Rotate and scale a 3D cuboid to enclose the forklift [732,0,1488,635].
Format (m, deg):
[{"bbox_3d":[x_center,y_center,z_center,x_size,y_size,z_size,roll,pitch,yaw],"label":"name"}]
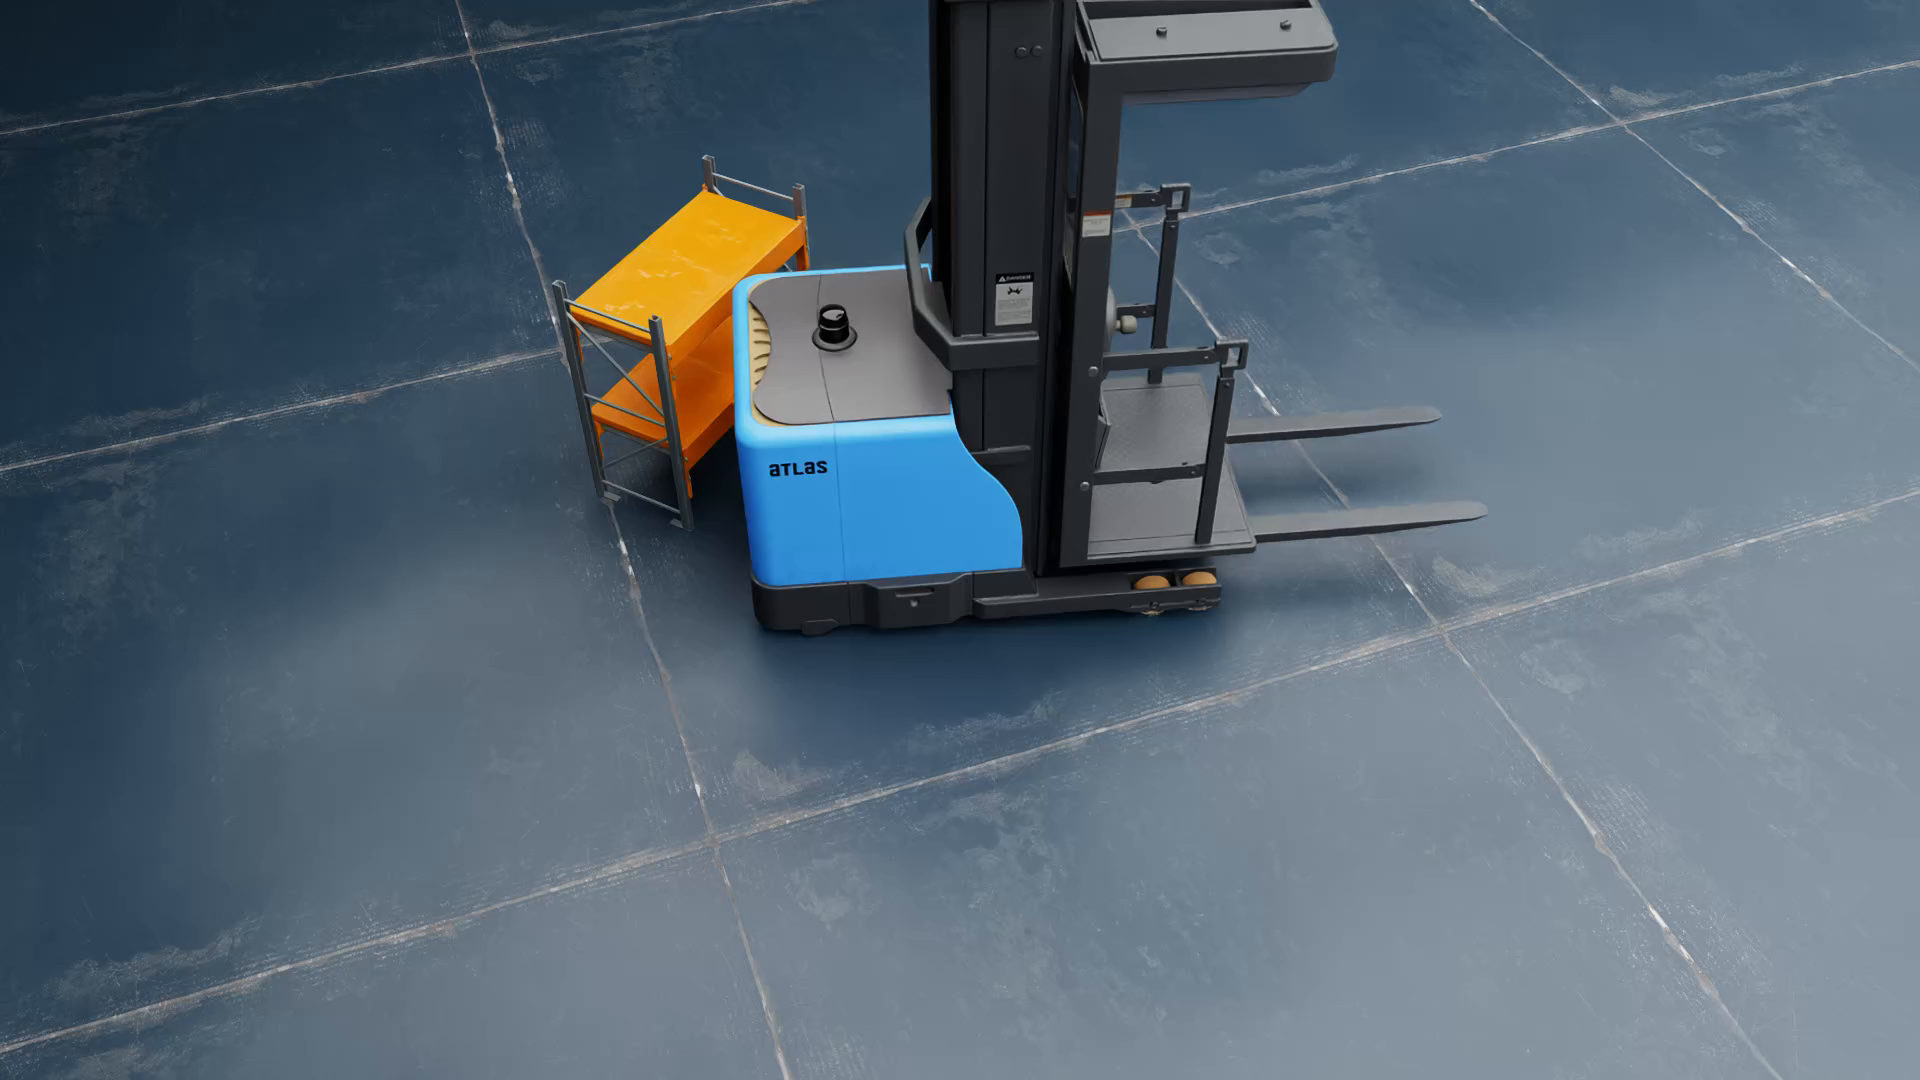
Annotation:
[{"bbox_3d":[0.637,-1.103,6.089,3.031,2.935,1.130,-4,45,-4],"label":"forklift"}]

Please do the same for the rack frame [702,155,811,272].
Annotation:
[{"bbox_3d":[-0.875,-1.157,7.418,0.500,1.125,0.032,21,49,20],"label":"rack frame"}]

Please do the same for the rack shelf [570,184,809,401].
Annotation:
[{"bbox_3d":[-1.118,-1.047,6.895,0.538,0.278,1.000,21,49,20],"label":"rack shelf"}]

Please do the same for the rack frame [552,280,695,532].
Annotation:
[{"bbox_3d":[-1.360,-0.524,6.787,0.500,1.125,0.032,21,49,20],"label":"rack frame"}]

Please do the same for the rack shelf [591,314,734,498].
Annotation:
[{"bbox_3d":[-1.118,-0.668,7.276,0.538,0.278,1.000,21,49,20],"label":"rack shelf"}]

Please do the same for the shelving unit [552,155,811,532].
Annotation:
[{"bbox_3d":[-1.118,-0.840,7.103,0.538,1.125,1.048,21,49,20],"label":"shelving unit"}]
